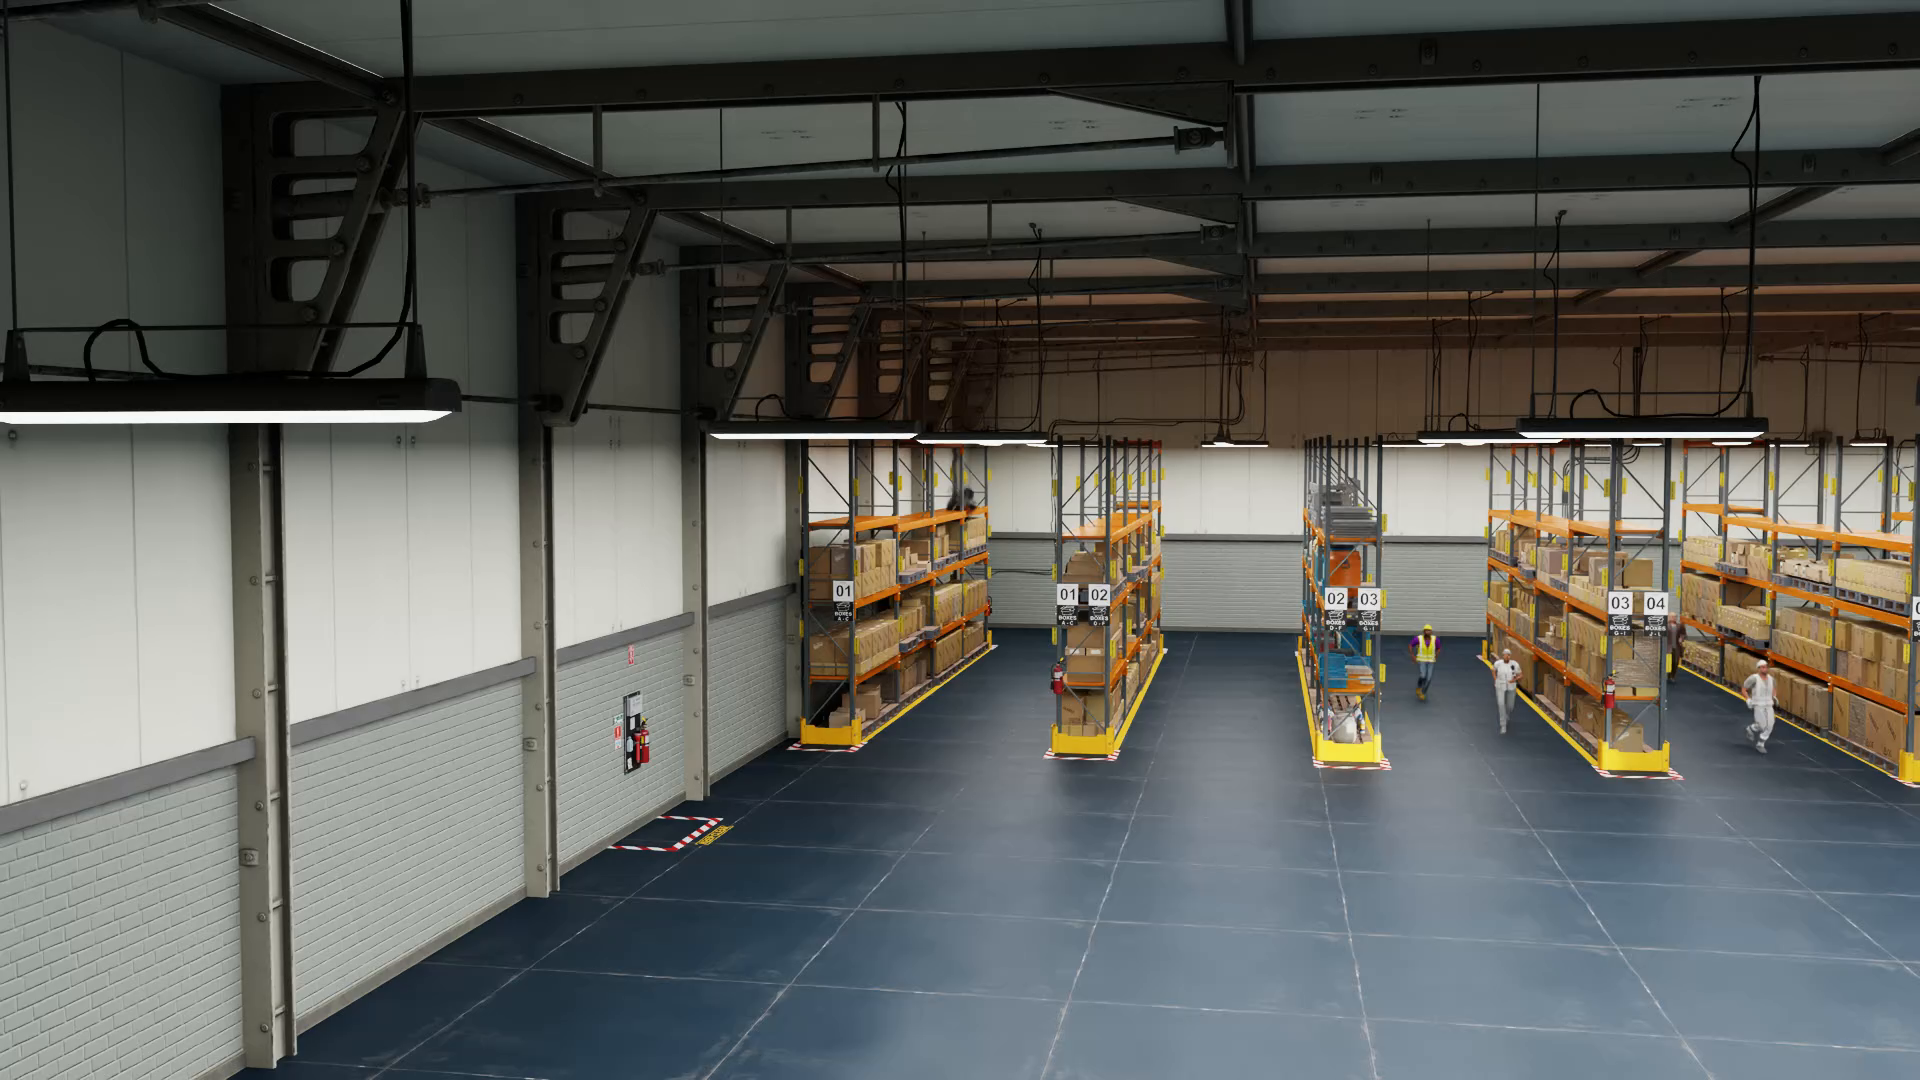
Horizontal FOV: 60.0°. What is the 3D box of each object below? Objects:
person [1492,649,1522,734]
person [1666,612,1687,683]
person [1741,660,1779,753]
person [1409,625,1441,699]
[{"bbox_3d":[11.203,3.072,34.045,0.574,1.674,1.088,1,3,10],"label":"person"},{"bbox_3d":[17.460,2.640,40.738,0.704,1.734,0.653,0,3,7],"label":"person"},{"bbox_3d":[15.242,3.153,31.635,0.671,1.748,0.596,0,3,-6],"label":"person"},{"bbox_3d":[10.687,2.795,38.114,0.701,1.718,0.595,0,3,2],"label":"person"}]
